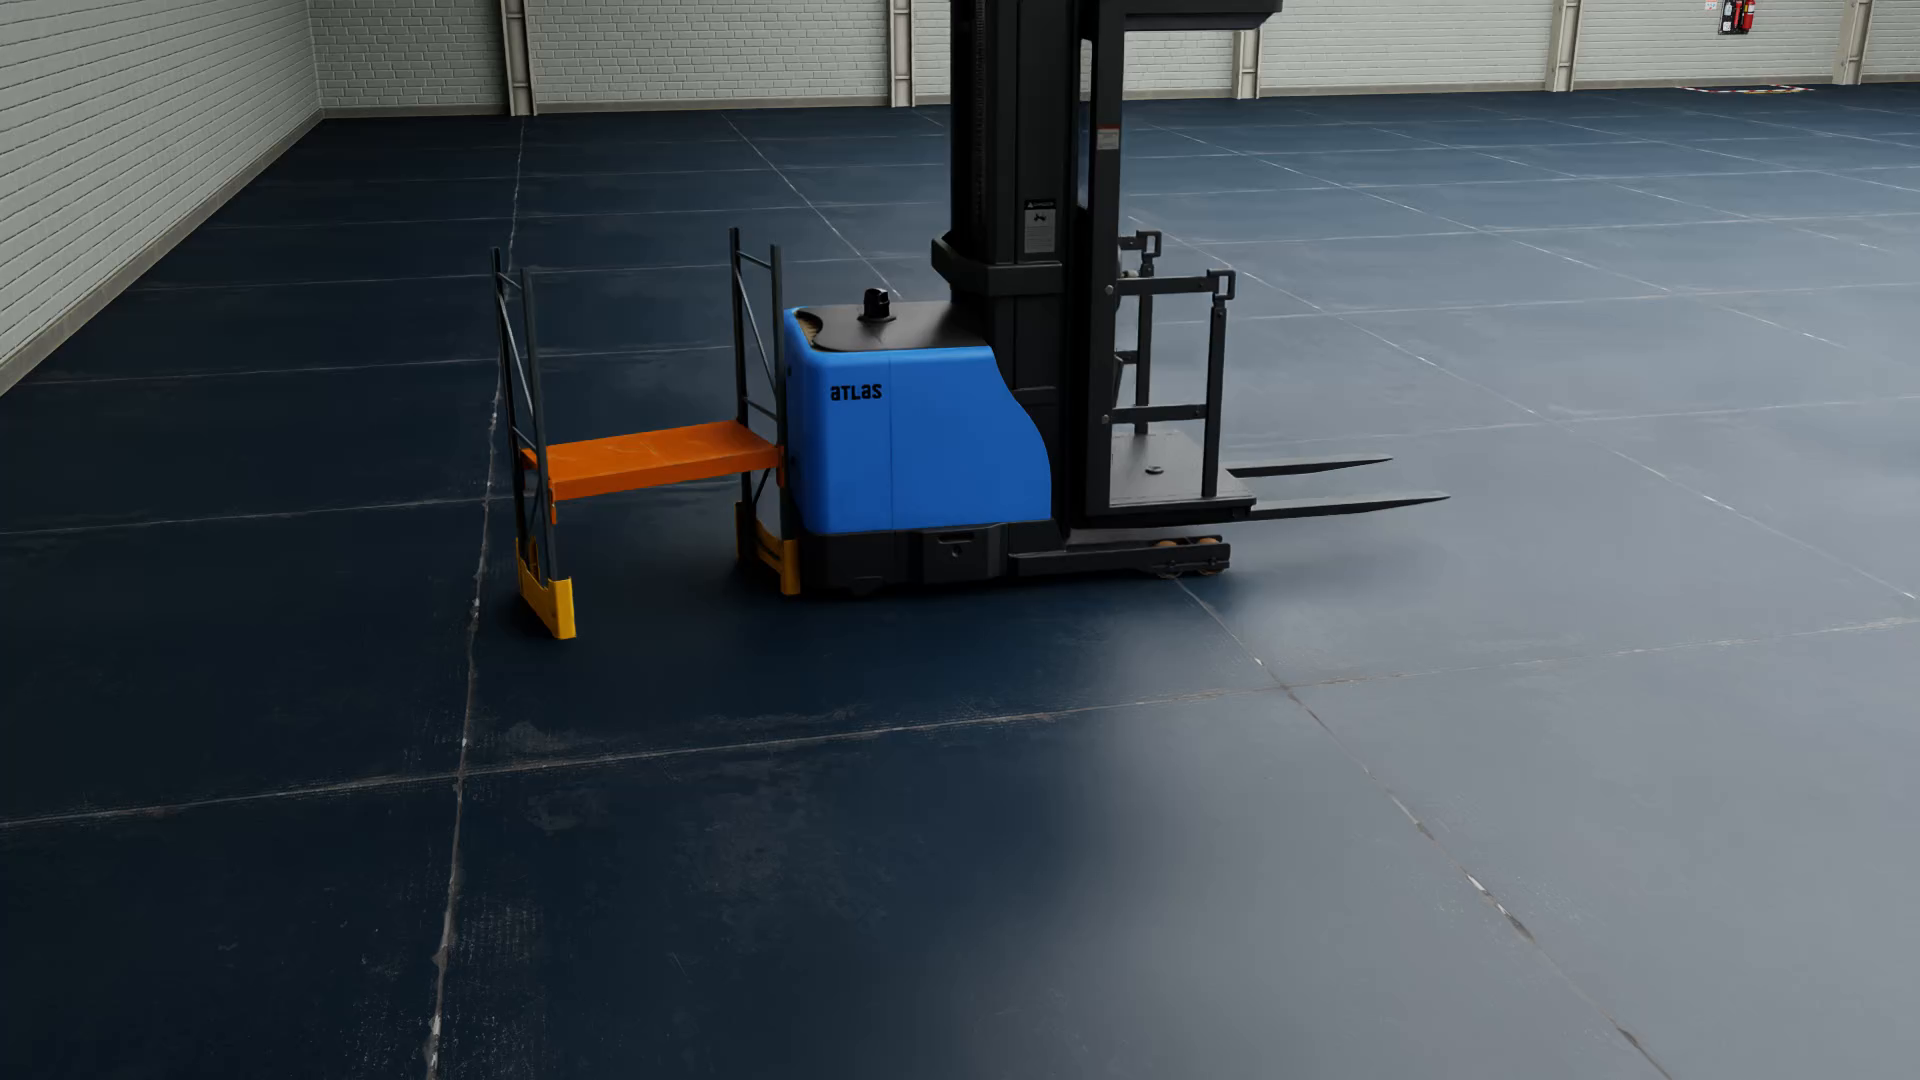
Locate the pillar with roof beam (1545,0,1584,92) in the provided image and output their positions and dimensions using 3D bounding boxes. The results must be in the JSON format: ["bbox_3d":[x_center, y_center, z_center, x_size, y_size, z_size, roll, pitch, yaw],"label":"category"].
[{"bbox_3d":[11.712,-10.838,24.319,0.400,9.000,9.100,-5,21,-12],"label":"pillar with roof beam"}]

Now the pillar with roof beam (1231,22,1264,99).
[{"bbox_3d":[5.873,-10.363,23.022,0.400,9.000,9.100,-5,21,-12],"label":"pillar with roof beam"}]

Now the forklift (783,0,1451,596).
[{"bbox_3d":[0.732,-1.377,7.314,3.031,2.935,1.130,-4,21,-11],"label":"forklift"}]

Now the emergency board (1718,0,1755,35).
[{"bbox_3d":[14.147,-9.754,30.082,0.643,1.169,0.194,-5,21,-12],"label":"emergency board"}]

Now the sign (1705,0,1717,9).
[{"bbox_3d":[13.585,-9.762,30.050,0.234,0.329,0.001,-5,21,-12],"label":"sign"}]

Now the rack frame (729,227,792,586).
[{"bbox_3d":[-0.854,-0.559,7.159,0.032,1.500,0.500,-11,23,-27],"label":"rack frame"}]

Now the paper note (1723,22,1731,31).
[{"bbox_3d":[13.959,-9.350,30.258,0.142,0.148,0.016,-5,21,-12],"label":"paper note"}]

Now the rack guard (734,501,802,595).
[{"bbox_3d":[-0.855,0.028,7.374,0.087,0.250,0.587,-11,23,-27],"label":"rack guard"}]

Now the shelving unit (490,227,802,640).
[{"bbox_3d":[-1.292,-0.477,6.935,1.083,1.500,0.587,-11,23,-27],"label":"shelving unit"}]

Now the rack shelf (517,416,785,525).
[{"bbox_3d":[-1.300,-0.306,6.993,1.000,0.185,0.538,-11,23,-27],"label":"rack shelf"}]

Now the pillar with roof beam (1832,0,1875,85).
[{"bbox_3d":[17.551,-11.313,25.615,0.400,9.000,9.100,-5,21,-12],"label":"pillar with roof beam"}]

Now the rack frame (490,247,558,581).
[{"bbox_3d":[-1.747,-0.391,6.703,0.032,1.500,0.500,-11,23,-27],"label":"rack frame"}]

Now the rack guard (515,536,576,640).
[{"bbox_3d":[-1.730,0.192,6.926,0.087,0.250,0.587,-11,23,-27],"label":"rack guard"}]

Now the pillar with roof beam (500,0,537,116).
[{"bbox_3d":[-5.805,-9.413,20.429,0.400,9.000,9.100,-5,21,-12],"label":"pillar with roof beam"}]

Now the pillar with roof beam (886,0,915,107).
[{"bbox_3d":[0.034,-9.888,21.726,0.400,9.000,9.100,-5,21,-12],"label":"pillar with roof beam"}]
